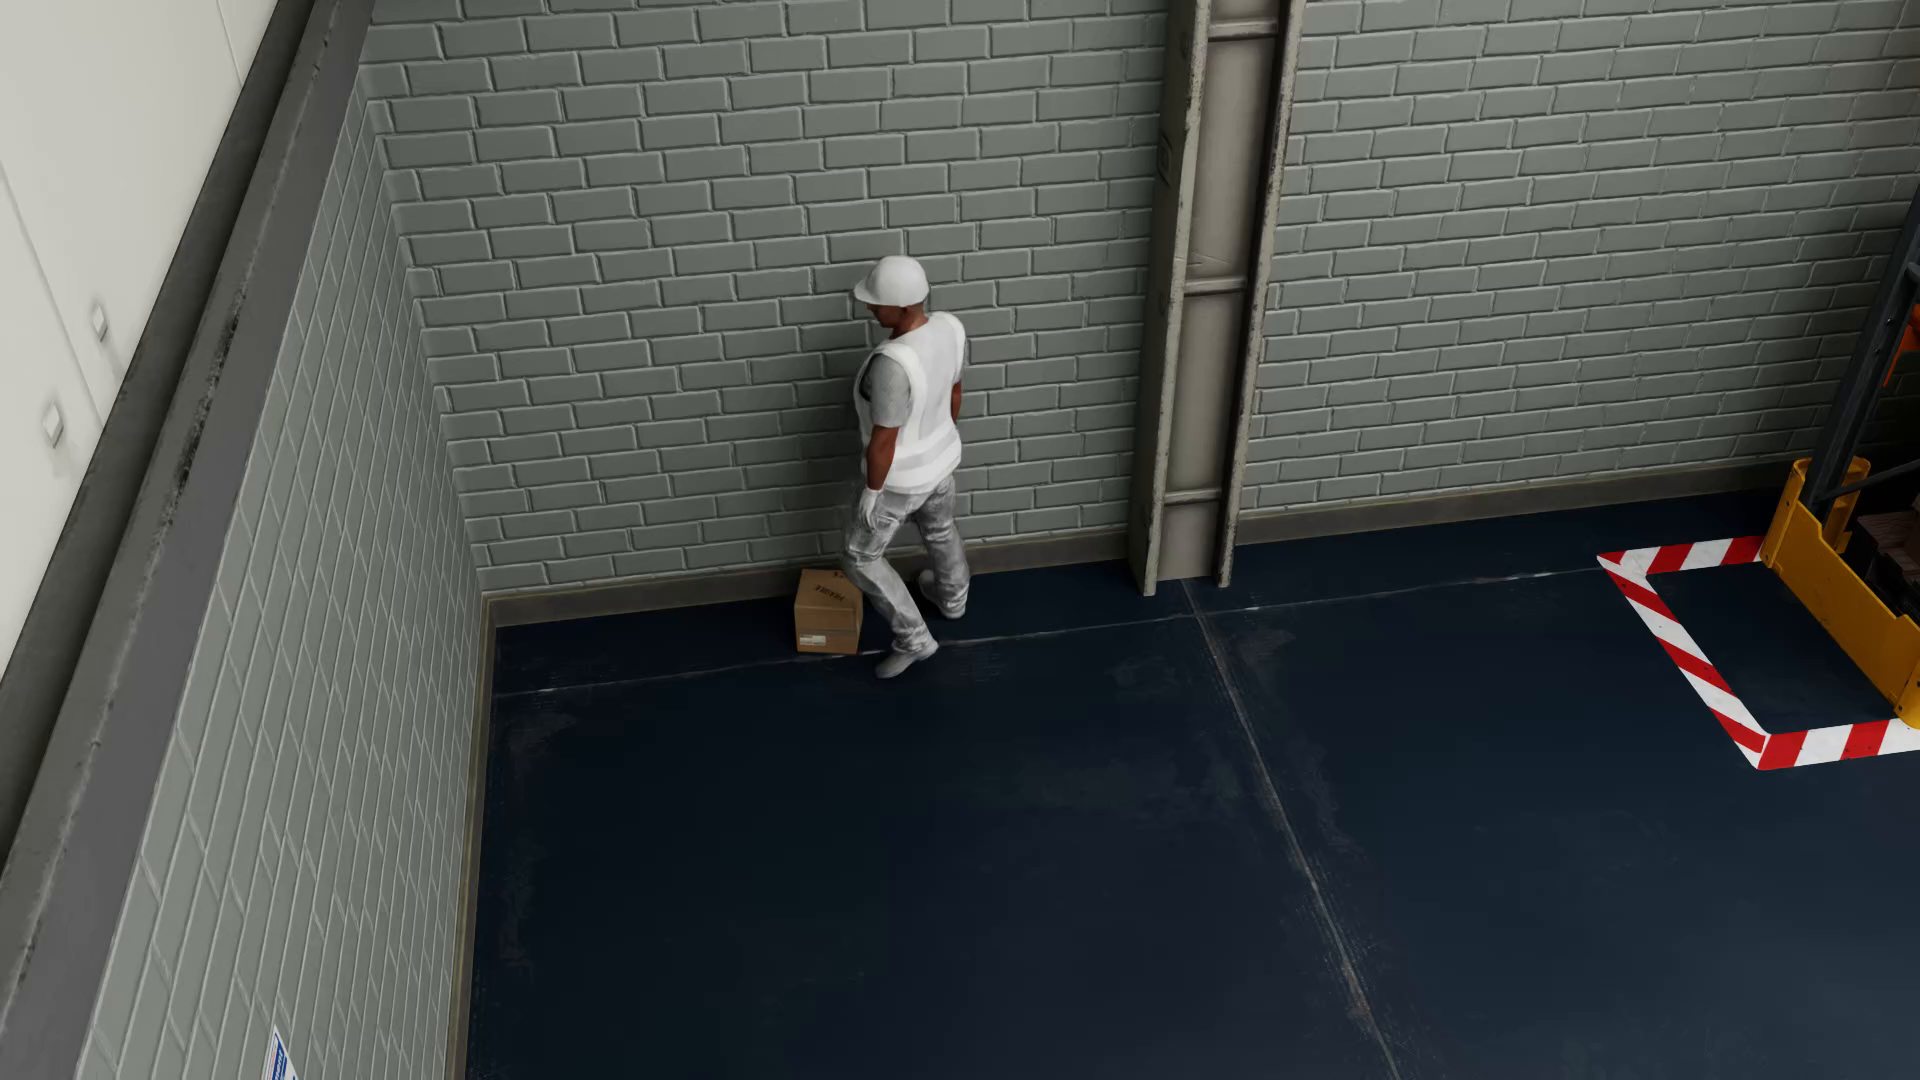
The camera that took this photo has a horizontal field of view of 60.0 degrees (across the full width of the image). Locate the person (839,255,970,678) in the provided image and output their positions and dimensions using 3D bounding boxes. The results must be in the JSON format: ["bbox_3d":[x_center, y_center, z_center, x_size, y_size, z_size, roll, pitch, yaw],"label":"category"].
[{"bbox_3d":[-0.177,-0.291,6.495,0.412,1.801,0.682,20,42,23],"label":"person"}]
